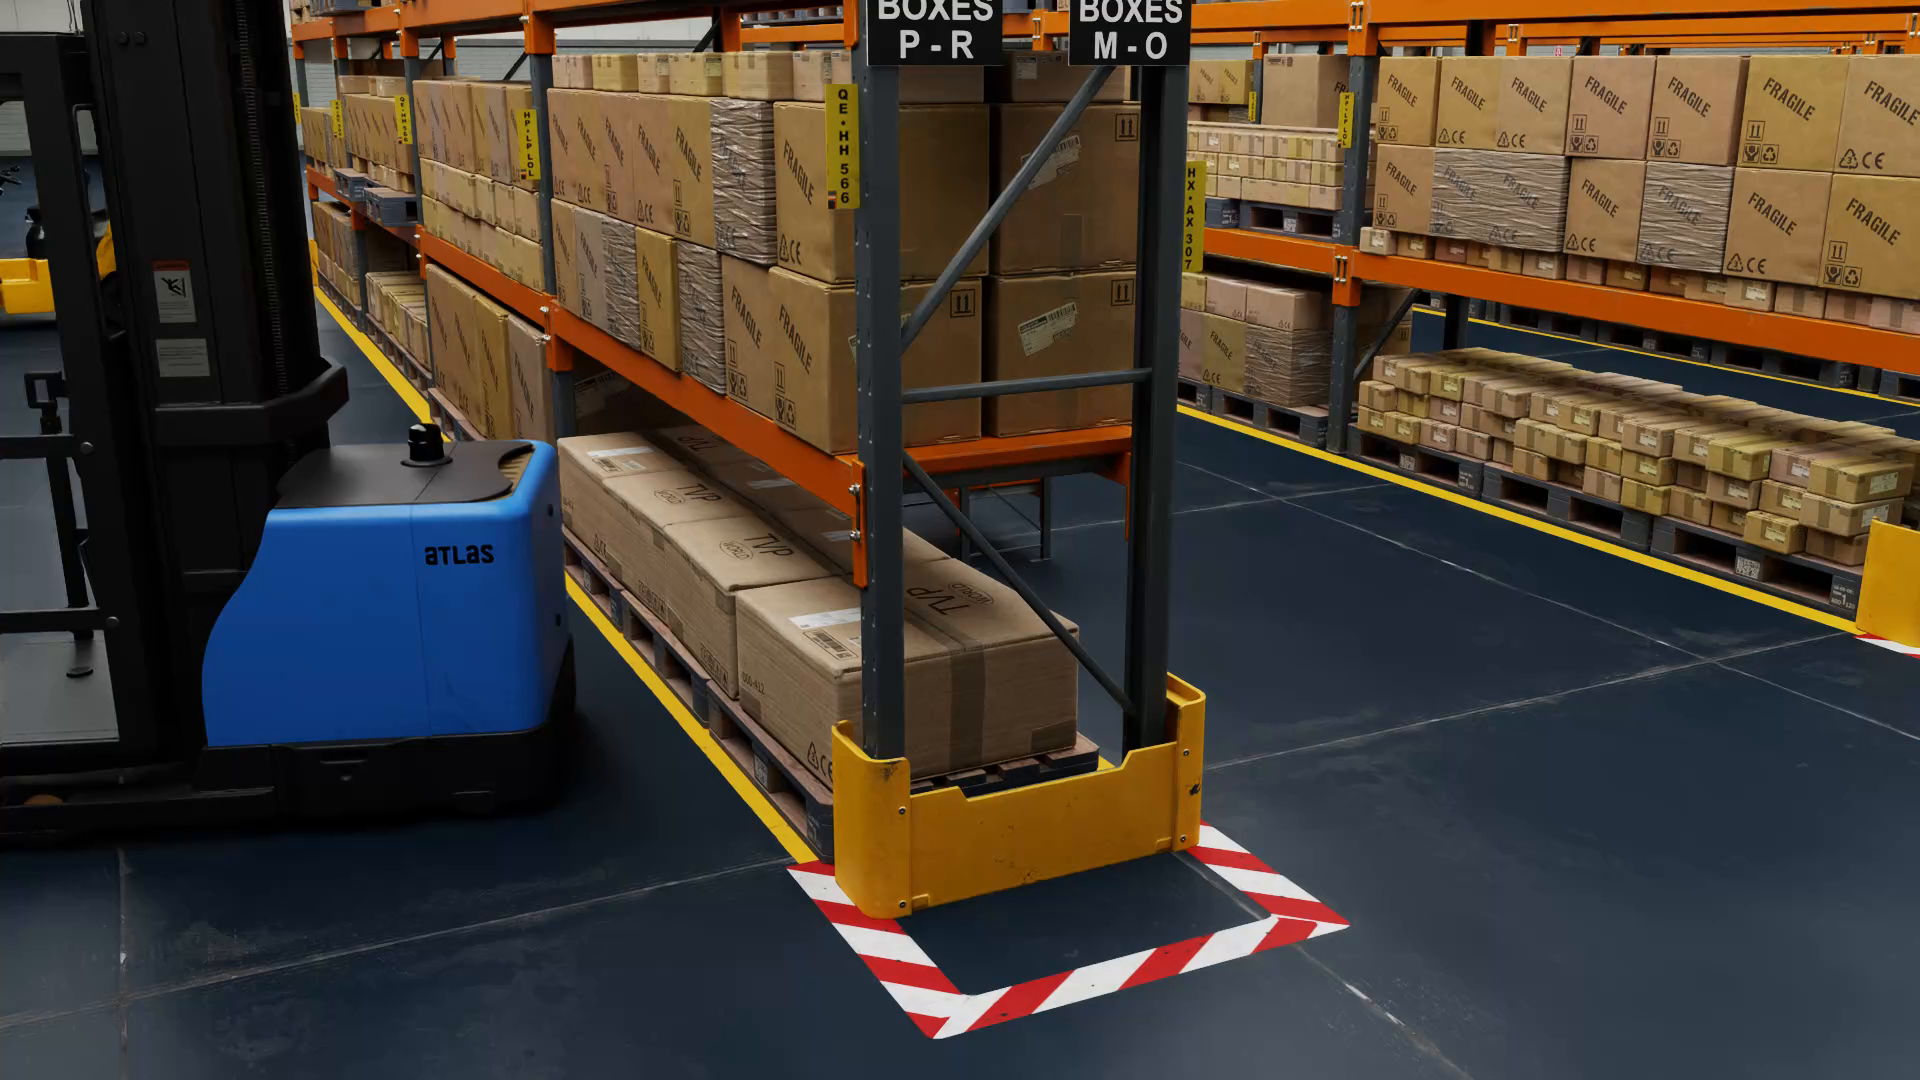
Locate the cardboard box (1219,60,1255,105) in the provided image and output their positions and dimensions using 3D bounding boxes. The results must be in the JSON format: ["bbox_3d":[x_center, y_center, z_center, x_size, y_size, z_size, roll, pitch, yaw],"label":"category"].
[{"bbox_3d":[3.390,-5.365,19.474,0.500,0.500,0.500,-8,18,-25],"label":"cardboard box"}]

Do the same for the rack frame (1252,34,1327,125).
[{"bbox_3d":[3.835,-4.615,19.394,1.000,3.000,0.127,-8,18,-25],"label":"rack frame"}]

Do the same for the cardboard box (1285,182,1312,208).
[{"bbox_3d":[2.370,-2.277,10.941,0.380,0.149,0.250,-8,18,-25],"label":"cardboard box"}]

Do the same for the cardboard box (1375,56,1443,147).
[{"bbox_3d":[2.815,-2.587,9.795,0.500,0.500,0.500,-7,18,-24],"label":"cardboard box"}]

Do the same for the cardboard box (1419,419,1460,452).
[{"bbox_3d":[2.980,-0.638,9.943,0.380,0.149,0.250,-8,18,-25],"label":"cardboard box"}]

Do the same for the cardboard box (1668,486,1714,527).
[{"bbox_3d":[3.809,-0.189,8.378,0.380,0.149,0.250,-7,18,-24],"label":"cardboard box"}]

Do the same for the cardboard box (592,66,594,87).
[{"bbox_3d":[-1.387,-2.044,7.267,0.380,0.149,0.250,-8,18,-26],"label":"cardboard box"}]

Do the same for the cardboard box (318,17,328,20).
[{"bbox_3d":[-5.924,-5.037,15.881,0.380,0.149,0.250,-7,17,-23],"label":"cardboard box"}]

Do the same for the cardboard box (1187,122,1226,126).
[{"bbox_3d":[1.934,-3.222,13.156,0.380,0.149,0.250,-7,17,-23],"label":"cardboard box"}]

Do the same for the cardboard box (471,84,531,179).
[{"bbox_3d":[-2.428,-2.298,9.327,0.500,0.500,0.500,-7,17,-23],"label":"cardboard box"}]

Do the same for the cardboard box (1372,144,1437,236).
[{"bbox_3d":[2.827,-2.095,9.891,0.500,0.500,0.500,-8,18,-26],"label":"cardboard box"}]

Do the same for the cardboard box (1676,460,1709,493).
[{"bbox_3d":[3.847,-0.344,8.378,0.380,0.149,0.250,-8,18,-26],"label":"cardboard box"}]

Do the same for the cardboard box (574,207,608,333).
[{"bbox_3d":[-1.382,-1.208,7.342,0.500,0.500,0.500,-8,18,-25],"label":"cardboard box"}]

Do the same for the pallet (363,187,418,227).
[{"bbox_3d":[-3.729,-2.497,12.362,1.213,0.211,1.003,-8,18,-25],"label":"pallet"}]

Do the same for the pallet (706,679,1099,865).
[{"bbox_3d":[-0.237,0.710,5.895,1.003,0.211,1.213,-8,18,-25],"label":"pallet"}]

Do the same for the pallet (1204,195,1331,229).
[{"bbox_3d":[1.988,-2.471,12.270,1.003,0.211,1.213,-8,18,-25],"label":"pallet"}]

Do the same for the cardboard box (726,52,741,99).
[{"bbox_3d":[-0.549,-1.528,5.468,0.380,0.149,0.250,-7,18,-24],"label":"cardboard box"}]

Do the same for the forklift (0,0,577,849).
[{"bbox_3d":[-2.921,-0.571,5.427,3.031,2.935,1.130,-2,16,-7],"label":"forklift"}]

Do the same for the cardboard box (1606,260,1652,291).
[{"bbox_3d":[3.576,-1.385,8.594,0.380,0.149,0.250,-7,18,-24],"label":"cardboard box"}]

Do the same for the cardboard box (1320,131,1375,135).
[{"bbox_3d":[2.733,-2.772,11.586,0.380,0.149,0.250,-8,18,-26],"label":"cardboard box"}]

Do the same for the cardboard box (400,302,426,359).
[{"bbox_3d":[-3.890,-1.688,13.196,0.950,0.372,0.625,-8,18,-26],"label":"cardboard box"}]

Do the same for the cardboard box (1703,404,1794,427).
[{"bbox_3d":[4.145,-0.607,8.755,0.380,0.149,0.250,-7,17,-23],"label":"cardboard box"}]

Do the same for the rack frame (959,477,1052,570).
[{"bbox_3d":[0.226,-0.413,8.150,0.500,1.125,0.032,-8,18,-25],"label":"rack frame"}]

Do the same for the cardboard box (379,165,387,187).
[{"bbox_3d":[-4.246,-2.804,12.778,0.380,0.149,0.250,-7,18,-24],"label":"cardboard box"}]

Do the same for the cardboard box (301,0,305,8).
[{"bbox_3d":[-6.384,-5.514,16.821,0.500,0.250,0.500,-7,17,-23],"label":"cardboard box"}]

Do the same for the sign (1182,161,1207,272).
[{"bbox_3d":[0.685,-0.962,4.950,0.100,0.325,0.005,-8,18,-25],"label":"sign"}]

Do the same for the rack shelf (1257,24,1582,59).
[{"bbox_3d":[4.711,-5.215,17.351,1.077,0.370,4.000,-8,18,-25],"label":"rack shelf"}]

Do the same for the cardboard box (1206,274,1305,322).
[{"bbox_3d":[2.070,-1.701,11.650,0.500,0.250,0.500,-7,17,-22],"label":"cardboard box"}]

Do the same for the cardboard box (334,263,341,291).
[{"bbox_3d":[-6.035,-2.669,16.837,0.500,0.250,0.500,-7,18,-24],"label":"cardboard box"}]

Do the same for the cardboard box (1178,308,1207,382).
[{"bbox_3d":[1.841,-1.465,12.189,0.500,0.500,0.500,-8,18,-26],"label":"cardboard box"}]

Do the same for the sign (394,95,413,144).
[{"bbox_3d":[-3.805,-2.876,11.379,0.100,0.325,0.005,-8,18,-25],"label":"sign"}]

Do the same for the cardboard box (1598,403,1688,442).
[{"bbox_3d":[3.603,-0.612,8.773,0.380,0.149,0.250,-8,18,-27],"label":"cardboard box"}]

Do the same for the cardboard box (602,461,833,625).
[{"bbox_3d":[-0.997,-0.013,7.243,0.875,0.438,0.875,-8,18,-27],"label":"cardboard box"}]

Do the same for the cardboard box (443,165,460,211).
[{"bbox_3d":[-2.888,-2.185,10.292,0.500,0.250,0.500,-8,18,-25],"label":"cardboard box"}]

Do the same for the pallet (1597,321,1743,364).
[{"bbox_3d":[6.396,-1.776,14.557,1.003,0.211,1.213,-8,18,-25],"label":"pallet"}]

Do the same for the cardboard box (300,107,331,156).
[{"bbox_3d":[-6.868,-4.449,18.096,0.500,0.500,0.500,-8,18,-26],"label":"cardboard box"}]

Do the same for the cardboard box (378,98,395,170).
[{"bbox_3d":[-4.006,-3.024,12.370,0.500,0.500,0.500,-8,18,-26],"label":"cardboard box"}]

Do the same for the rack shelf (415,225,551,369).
[{"bbox_3d":[-2.445,-1.584,10.136,1.077,0.370,4.000,-8,18,-25],"label":"rack shelf"}]

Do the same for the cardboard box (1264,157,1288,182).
[{"bbox_3d":[2.262,-2.483,11.119,0.380,0.149,0.250,-7,17,-22],"label":"cardboard box"}]

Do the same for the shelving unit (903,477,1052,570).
[{"bbox_3d":[0.003,-0.539,8.590,0.538,1.125,1.048,-8,18,-25],"label":"shelving unit"}]

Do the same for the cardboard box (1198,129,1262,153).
[{"bbox_3d":[1.915,-2.823,11.766,0.380,0.149,0.250,-9,18,-27],"label":"cardboard box"}]

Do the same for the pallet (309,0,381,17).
[{"bbox_3d":[-4.899,-4.603,14.255,1.213,0.211,1.003,-8,18,-25],"label":"pallet"}]

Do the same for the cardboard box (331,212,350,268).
[{"bbox_3d":[-6.023,-3.024,16.716,0.500,0.500,0.500,-7,17,-22],"label":"cardboard box"}]

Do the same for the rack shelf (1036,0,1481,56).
[{"bbox_3d":[1.961,-3.649,11.894,1.077,0.370,4.000,-8,18,-25],"label":"rack shelf"}]

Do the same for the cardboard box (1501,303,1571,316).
[{"bbox_3d":[5.871,-2.630,15.568,1.225,0.875,0.875,-9,18,-27],"label":"cardboard box"}]

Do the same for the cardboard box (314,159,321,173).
[{"bbox_3d":[-6.627,-3.974,17.617,0.380,0.149,0.250,-7,18,-24],"label":"cardboard box"}]

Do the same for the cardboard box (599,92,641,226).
[{"bbox_3d":[-1.148,-1.561,6.757,0.500,0.500,0.500,-7,18,-24],"label":"cardboard box"}]

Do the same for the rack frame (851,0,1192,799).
[{"bbox_3d":[0.184,-0.442,4.852,1.000,3.000,0.127,-8,18,-25],"label":"rack frame"}]

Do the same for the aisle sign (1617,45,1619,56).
[{"bbox_3d":[10.685,-8.032,26.588,0.394,0.787,0.004,-8,18,-25],"label":"aisle sign"}]

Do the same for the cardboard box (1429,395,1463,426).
[{"bbox_3d":[3.039,-0.795,9.950,0.380,0.149,0.250,-8,18,-25],"label":"cardboard box"}]

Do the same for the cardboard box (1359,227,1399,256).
[{"bbox_3d":[2.667,-1.826,10.132,0.380,0.149,0.250,-7,17,-23],"label":"cardboard box"}]

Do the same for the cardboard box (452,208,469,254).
[{"bbox_3d":[-2.867,-1.946,10.364,0.500,0.250,0.500,-7,17,-23],"label":"cardboard box"}]

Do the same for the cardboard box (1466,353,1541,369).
[{"bbox_3d":[3.374,-1.059,10.331,0.380,0.149,0.250,-7,18,-24],"label":"cardboard box"}]

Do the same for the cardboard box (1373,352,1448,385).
[{"bbox_3d":[2.801,-1.064,10.348,0.380,0.149,0.250,-7,17,-23],"label":"cardboard box"}]

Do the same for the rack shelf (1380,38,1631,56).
[{"bbox_3d":[7.411,-6.805,22.893,1.077,0.370,4.000,-8,18,-25],"label":"rack shelf"}]
